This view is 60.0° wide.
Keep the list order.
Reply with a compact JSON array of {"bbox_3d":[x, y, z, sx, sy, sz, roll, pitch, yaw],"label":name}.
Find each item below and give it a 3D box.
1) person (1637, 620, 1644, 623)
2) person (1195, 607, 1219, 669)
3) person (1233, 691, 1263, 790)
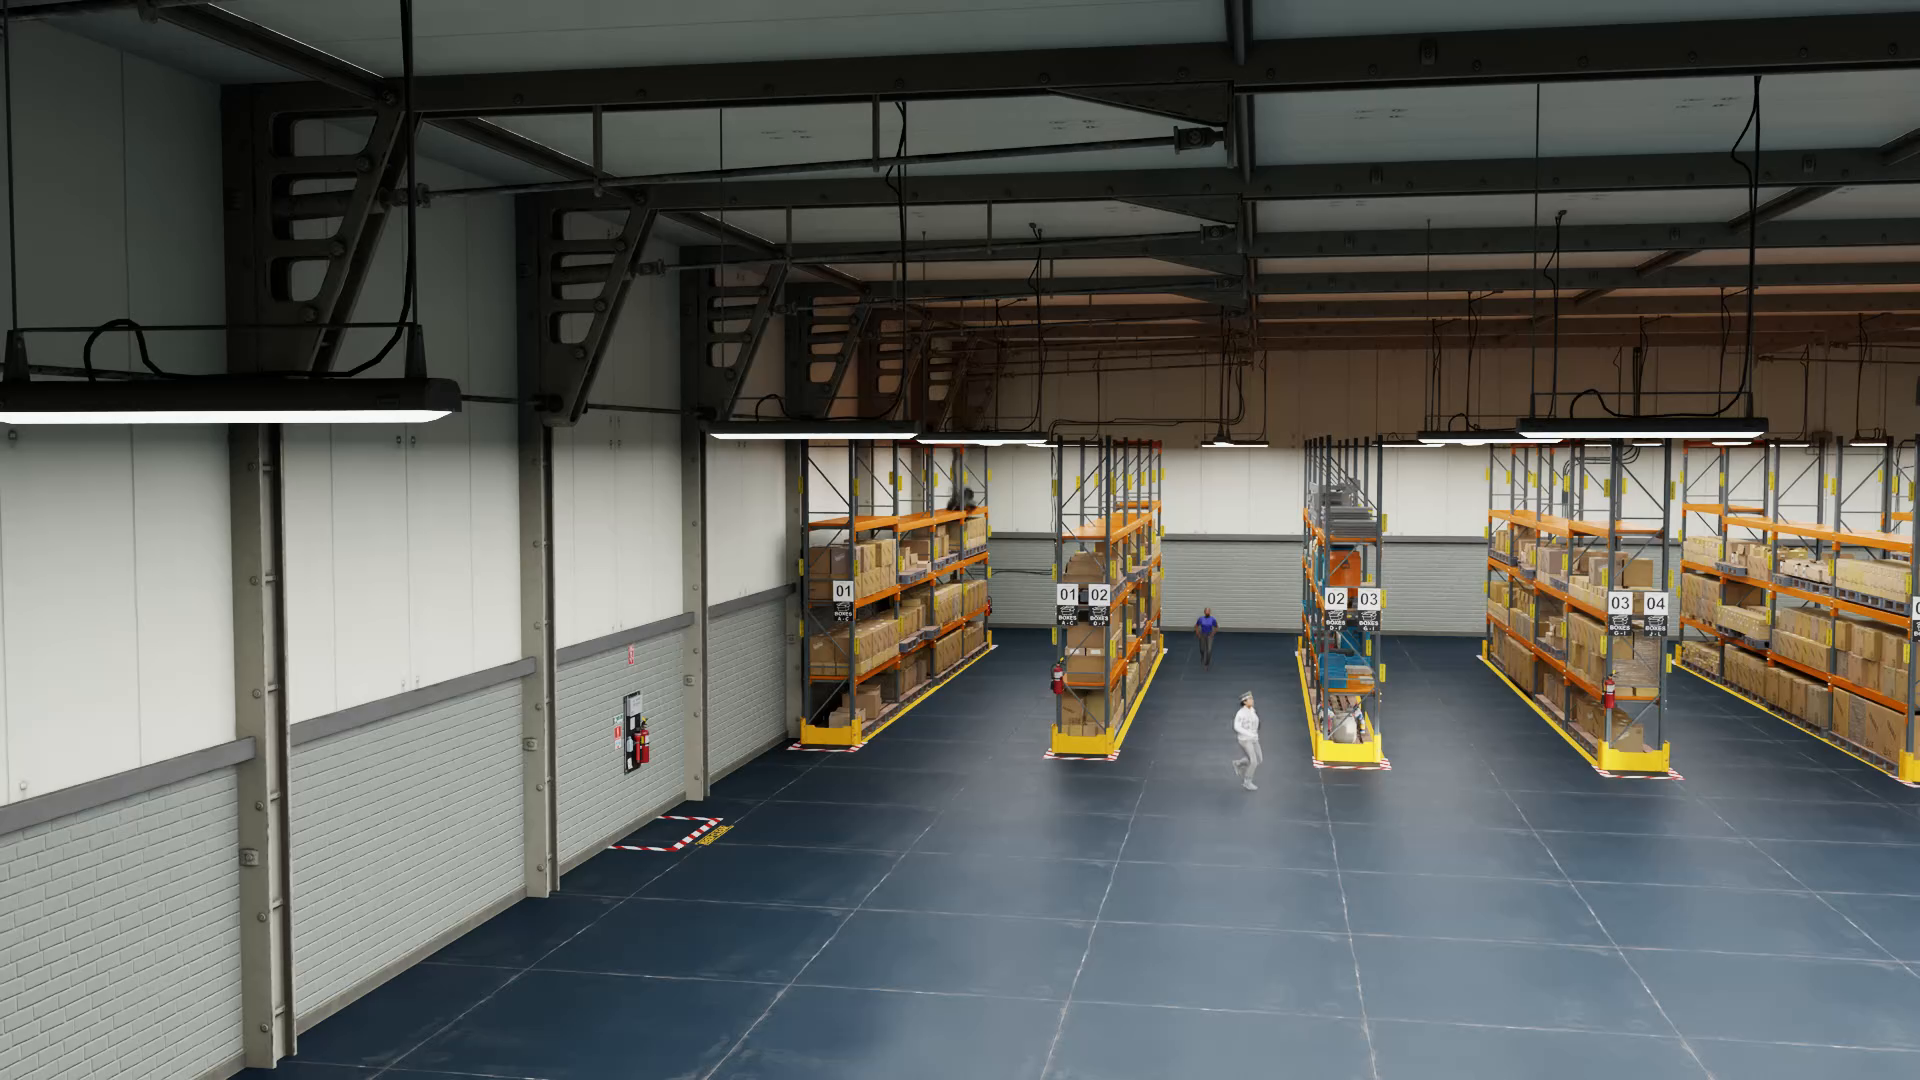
[{"bbox_3d":[17.717,2.593,43.089,0.521,1.599,0.640,1,3,15],"label":"person"},{"bbox_3d":[6.461,2.571,43.516,0.625,1.614,0.533,1,3,10],"label":"person"},{"bbox_3d":[4.847,3.381,28.171,0.554,1.661,0.664,2,4,36],"label":"person"}]
